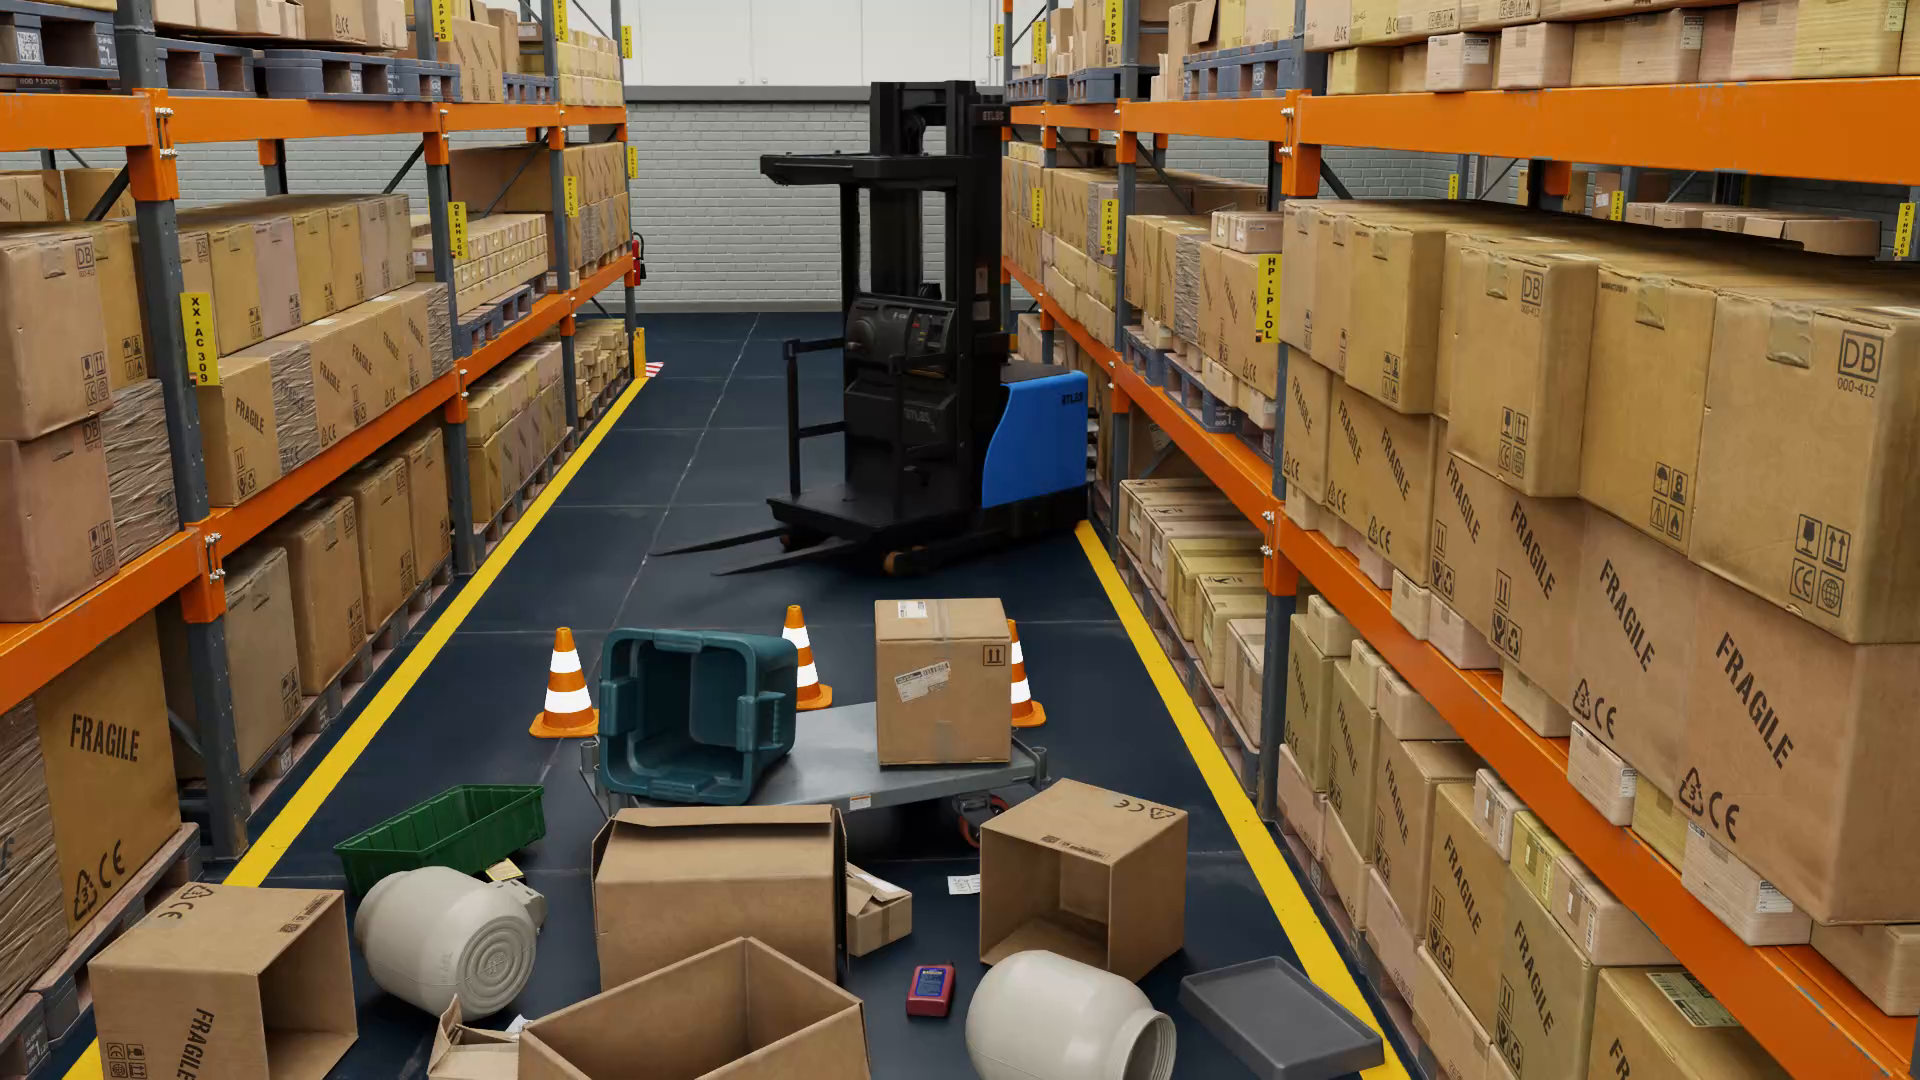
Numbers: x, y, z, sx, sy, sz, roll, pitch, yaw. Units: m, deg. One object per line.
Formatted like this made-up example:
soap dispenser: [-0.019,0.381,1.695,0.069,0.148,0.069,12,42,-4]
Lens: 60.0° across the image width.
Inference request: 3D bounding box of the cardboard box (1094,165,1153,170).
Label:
cardboard box: [1.419,-2.986,14.406,0.500,0.500,0.500,-1,14,-3]

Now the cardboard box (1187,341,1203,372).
cardboard box: [1.341,-0.932,8.290,0.380,0.149,0.250,0,14,-2]

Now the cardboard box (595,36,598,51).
cardboard box: [-3.647,-4.707,15.780,0.380,0.149,0.250,-1,14,-5]

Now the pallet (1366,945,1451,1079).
pallet: [1.858,1.479,4.854,1.003,0.211,1.213,-1,14,-3]

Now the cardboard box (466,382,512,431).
cardboard box: [-3.312,-0.892,11.144,0.500,0.250,0.500,-1,14,-4]

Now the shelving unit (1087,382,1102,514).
shelving unit: [0.848,-0.651,11.722,0.210,0.900,0.258,2,15,-4]

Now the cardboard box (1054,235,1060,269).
cardboard box: [1.013,-2.258,13.080,0.500,0.250,0.500,-1,14,-3]

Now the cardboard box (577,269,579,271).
cardboard box: [-3.588,-2.380,14.761,0.380,0.149,0.250,-2,15,-6]

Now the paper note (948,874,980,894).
paper note: [0.033,1.254,6.091,0.148,0.019,0.142,-1,14,-3]

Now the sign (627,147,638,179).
sign: [-3.420,-3.942,17.370,0.100,0.325,0.005,-1,14,-3]

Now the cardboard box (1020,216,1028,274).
cardboard box: [0.840,-2.744,15.471,0.500,0.500,0.500,-1,14,-4]

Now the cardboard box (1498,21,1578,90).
cardboard box: [1.510,-1.144,3.937,0.380,0.149,0.250,-1,14,-4]

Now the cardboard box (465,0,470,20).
cardboard box: [-3.317,-3.403,10.476,0.396,0.266,0.258,-1,14,-3]

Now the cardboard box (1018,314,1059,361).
cardboard box: [1.100,-2.126,17.570,0.875,0.438,0.875,-1,14,-5]

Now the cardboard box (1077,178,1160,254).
cardboard box: [1.098,-2.245,11.525,0.500,0.500,0.500,-1,14,-3]

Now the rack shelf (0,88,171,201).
rack shelf: [-3.108,-0.847,3.723,1.077,0.370,4.000,-1,14,-3]

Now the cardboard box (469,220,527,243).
cardboard box: [-3.459,-2.307,12.439,0.380,0.149,0.250,-1,14,-4]

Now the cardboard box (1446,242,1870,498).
cardboard box: [1.543,-0.399,3.752,0.700,0.500,0.500,-1,14,-4]

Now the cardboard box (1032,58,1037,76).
cardboard box: [0.832,-4.134,14.515,0.380,0.149,0.250,-1,14,-2]

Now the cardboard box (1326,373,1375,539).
cardboard box: [1.506,-0.296,5.360,0.500,0.500,0.500,-1,14,-4]

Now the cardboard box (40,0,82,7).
cardboard box: [-2.874,-1.675,4.957,0.380,0.149,0.250,-1,14,-3]

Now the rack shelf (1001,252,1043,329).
rack shelf: [1.083,-2.481,16.091,1.077,0.370,4.000,-1,14,-3]

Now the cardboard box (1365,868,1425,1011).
cardboard box: [1.550,1.202,5.011,0.500,0.250,0.500,-1,14,-4]

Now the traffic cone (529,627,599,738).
traffic cone: [-1.808,0.631,7.644,0.336,0.463,0.334,-1,14,-3]

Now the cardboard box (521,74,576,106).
cardboard box: [-3.492,-3.729,13.782,0.500,0.250,0.500,0,14,-1]

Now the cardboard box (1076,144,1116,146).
cardboard box: [1.313,-3.705,15.897,0.380,0.149,0.250,0,14,-2]

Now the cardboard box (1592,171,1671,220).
cardboard box: [6.334,-3.218,15.713,0.500,0.500,0.500,-1,14,-5]

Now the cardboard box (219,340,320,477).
cardboard box: [-3.028,-0.549,6.941,0.500,0.500,0.500,-1,14,-3]

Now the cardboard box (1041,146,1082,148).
cardboard box: [0.923,-3.442,14.876,0.380,0.149,0.250,-1,14,-4]

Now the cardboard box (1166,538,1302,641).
cardboard box: [1.575,0.245,8.484,0.950,0.372,0.625,0,14,-2]

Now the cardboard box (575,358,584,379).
cardboard box: [-3.500,-1.499,14.518,0.380,0.149,0.250,0,14,-1]

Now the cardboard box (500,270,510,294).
cardboard box: [-3.405,-1.826,11.764,0.380,0.149,0.250,-1,14,-5]

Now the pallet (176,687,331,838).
pallet: [-3.355,0.919,7.030,1.003,0.211,1.213,-1,14,-3]

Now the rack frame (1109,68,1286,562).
rack frame: [1.455,-1.337,10.202,1.000,3.000,0.127,-1,14,-3]

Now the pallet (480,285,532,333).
pallet: [-3.643,-1.634,11.742,1.003,0.211,1.213,-1,14,-3]

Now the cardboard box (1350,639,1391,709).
cardboard box: [1.451,0.420,5.244,0.380,0.149,0.250,0,14,-1]

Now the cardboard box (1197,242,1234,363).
cardboard box: [1.387,-1.101,7.645,0.500,0.500,0.500,0,14,-2]

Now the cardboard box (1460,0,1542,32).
cardboard box: [1.549,-1.374,4.031,0.500,0.250,0.500,-1,14,-3]

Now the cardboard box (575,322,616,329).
cardboard box: [-3.731,-2.144,17.026,0.380,0.149,0.250,-1,14,-2]

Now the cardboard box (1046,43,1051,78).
cardboard box: [0.889,-3.793,13.154,0.396,0.266,0.258,-1,14,-4]

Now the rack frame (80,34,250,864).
rack frame: [-3.232,-0.240,5.941,1.000,3.000,0.127,-1,14,-3]

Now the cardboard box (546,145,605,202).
cardboard box: [-3.590,-3.405,15.436,0.500,0.500,0.500,-1,14,-5]

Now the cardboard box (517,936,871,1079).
cardboard box: [-0.685,1.464,4.326,0.797,0.503,0.637,-13,20,-42]

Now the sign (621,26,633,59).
sign: [-3.420,-5.110,17.070,0.100,0.325,0.005,-1,14,-3]

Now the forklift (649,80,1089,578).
forklift: [-0.529,-1.330,10.312,3.031,2.935,1.130,-14,20,-43]

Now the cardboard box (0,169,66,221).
cardboard box: [-9.141,-3.360,16.265,0.500,0.500,0.500,-1,14,-5]

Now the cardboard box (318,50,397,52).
cardboard box: [-3.223,-2.681,8.832,0.380,0.166,0.250,-1,14,-3]

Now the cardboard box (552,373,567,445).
cardboard box: [-3.430,-1.043,13.232,0.500,0.500,0.500,-1,14,-5]

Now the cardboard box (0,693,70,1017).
cardboard box: [-3.203,0.967,4.670,0.875,0.875,0.875,-1,14,-3]

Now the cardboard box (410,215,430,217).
cardboard box: [-4.162,-2.495,13.170,0.380,0.149,0.250,0,14,-1]

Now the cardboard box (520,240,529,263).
cardboard box: [-3.454,-2.165,12.484,0.380,0.149,0.250,-1,14,-5]

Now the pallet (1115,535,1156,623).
pallet: [1.502,0.208,9.794,1.003,0.211,1.213,-1,14,-3]

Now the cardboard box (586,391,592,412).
cardboard box: [-3.446,-1.214,14.605,0.380,0.149,0.250,0,14,-2]
